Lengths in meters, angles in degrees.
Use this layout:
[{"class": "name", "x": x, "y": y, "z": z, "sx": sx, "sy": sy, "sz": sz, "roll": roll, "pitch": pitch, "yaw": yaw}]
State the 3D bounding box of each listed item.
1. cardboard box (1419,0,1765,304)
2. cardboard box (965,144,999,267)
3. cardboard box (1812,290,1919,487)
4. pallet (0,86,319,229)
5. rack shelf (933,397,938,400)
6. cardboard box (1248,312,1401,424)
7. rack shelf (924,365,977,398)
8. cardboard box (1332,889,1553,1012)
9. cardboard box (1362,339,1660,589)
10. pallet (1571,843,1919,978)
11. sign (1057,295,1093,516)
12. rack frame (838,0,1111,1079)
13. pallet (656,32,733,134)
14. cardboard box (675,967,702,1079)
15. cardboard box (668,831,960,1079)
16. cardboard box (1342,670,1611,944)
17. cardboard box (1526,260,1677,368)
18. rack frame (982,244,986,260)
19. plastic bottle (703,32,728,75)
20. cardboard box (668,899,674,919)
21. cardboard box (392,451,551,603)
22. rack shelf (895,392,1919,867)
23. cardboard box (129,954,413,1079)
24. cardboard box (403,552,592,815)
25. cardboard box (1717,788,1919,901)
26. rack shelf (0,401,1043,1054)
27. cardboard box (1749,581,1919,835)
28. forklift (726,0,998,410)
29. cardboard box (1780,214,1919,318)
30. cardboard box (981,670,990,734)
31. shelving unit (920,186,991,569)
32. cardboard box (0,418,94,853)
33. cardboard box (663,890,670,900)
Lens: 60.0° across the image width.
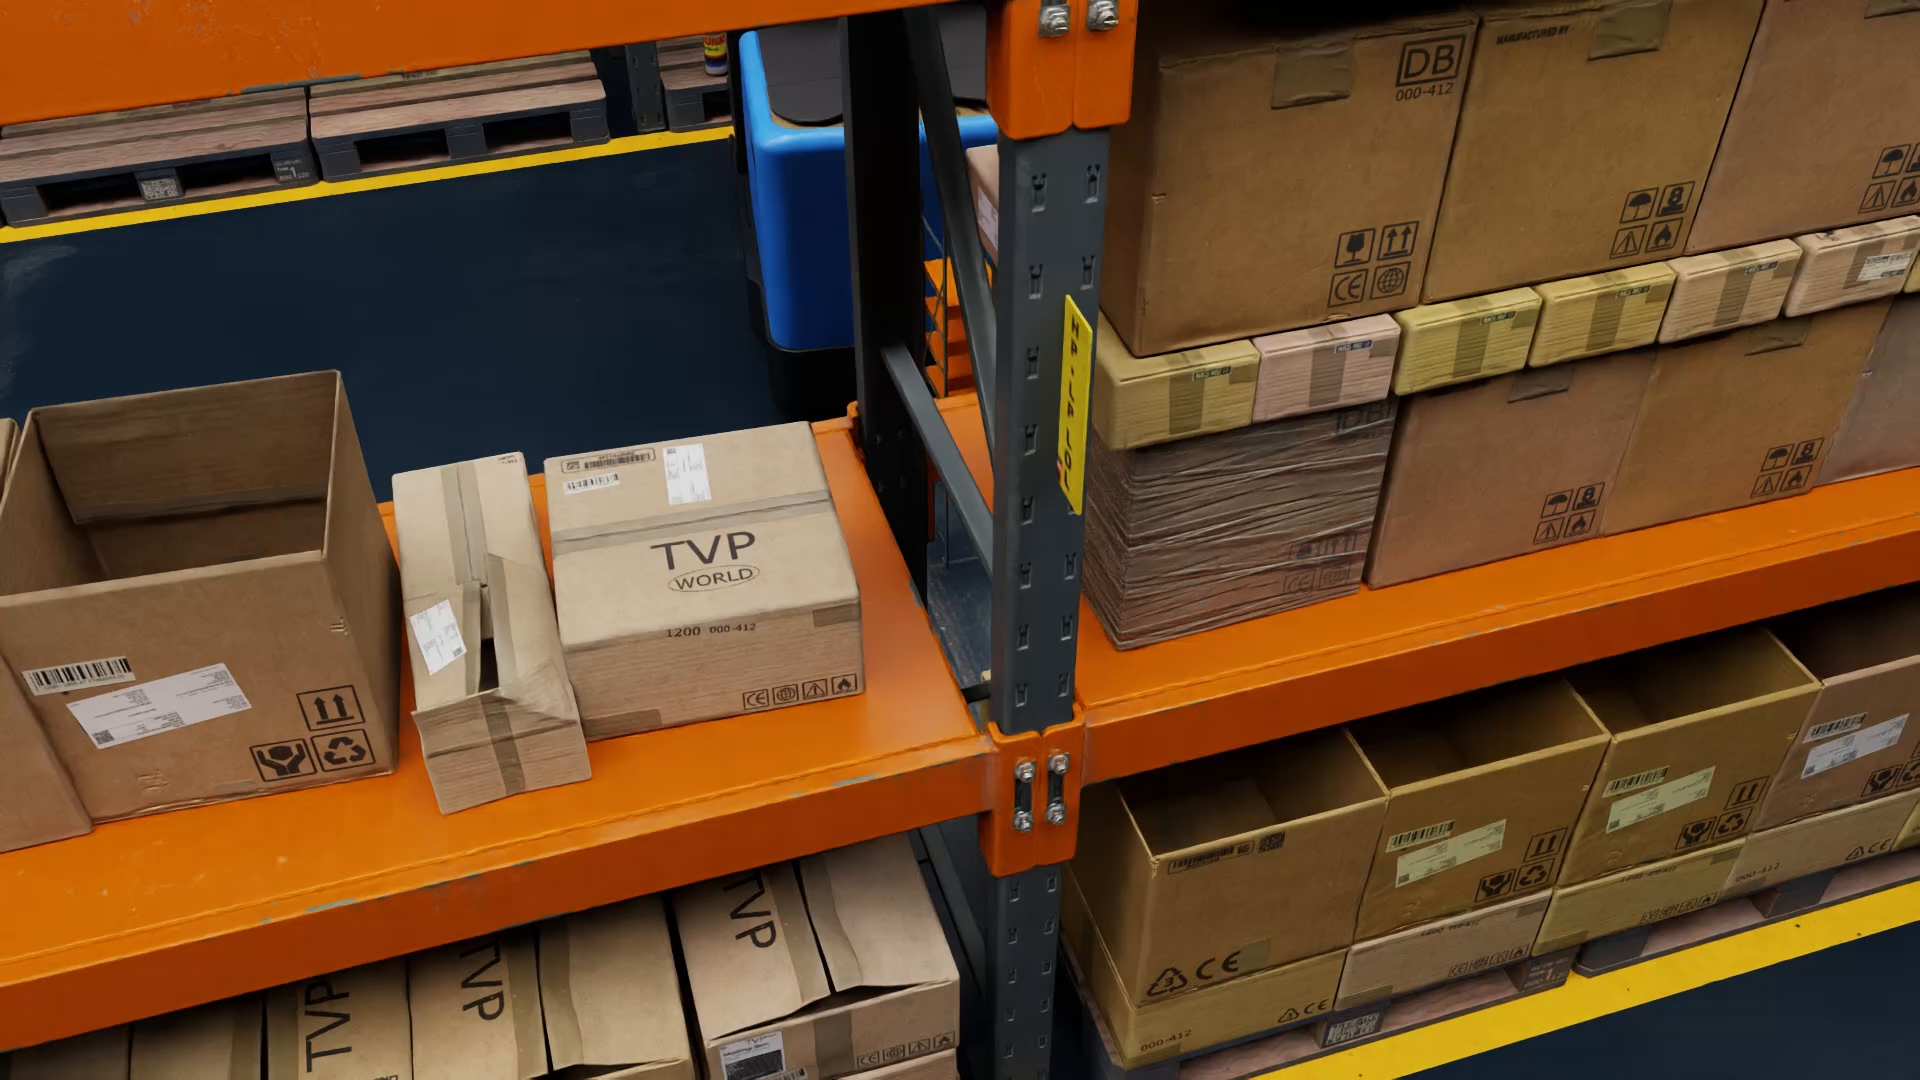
[{"class": "cardboard box", "x": 0.891, "y": -0.839, "z": 2.868, "sx": 0.500, "sy": 0.500, "sz": 0.700, "roll": -12, "pitch": 43, "yaw": -13}, {"class": "cardboard box", "x": 0.183, "y": -0.591, "z": 3.077, "sx": 0.250, "sy": 0.149, "sz": 0.380, "roll": -12, "pitch": 42, "yaw": -13}, {"class": "cardboard box", "x": 1.879, "y": -0.557, "z": 3.531, "sx": 0.500, "sy": 0.500, "sz": 0.700, "roll": -11, "pitch": 42, "yaw": -12}, {"class": "pallet", "x": -3.399, "y": -1.756, "z": 7.100, "sx": 1.213, "sy": 0.211, "sz": 1.003, "roll": -12, "pitch": 42, "yaw": -13}, {"class": "rack shelf", "x": 0.014, "y": -0.331, "z": 4.967, "sx": 0.180, "sy": 0.103, "sz": 0.258, "roll": -12, "pitch": 42, "yaw": -13}, {"class": "cardboard box", "x": 0.542, "y": -0.384, "z": 2.840, "sx": 0.250, "sy": 0.149, "sz": 0.380, "roll": -11, "pitch": 42, "yaw": -12}, {"class": "rack shelf", "x": 0.014, "y": -0.421, "z": 4.888, "sx": 0.180, "sy": 0.103, "sz": 0.258, "roll": -12, "pitch": 42, "yaw": -13}, {"class": "cardboard box", "x": 1.000, "y": 0.760, "z": 3.871, "sx": 0.500, "sy": 0.250, "sz": 0.500, "roll": -12, "pitch": 42, "yaw": -13}, {"class": "cardboard box", "x": 0.911, "y": -0.358, "z": 3.304, "sx": 0.500, "sy": 0.500, "sz": 0.700, "roll": -12, "pitch": 43, "yaw": -14}, {"class": "pallet", "x": 1.925, "y": 0.555, "z": 4.454, "sx": 1.213, "sy": 0.211, "sz": 1.003, "roll": -12, "pitch": 42, "yaw": -13}, {"class": "sign", "x": 0.160, "y": -0.188, "z": 2.365, "sx": 0.005, "sy": 0.325, "sz": 0.100, "roll": -12, "pitch": 42, "yaw": -13}, {"class": "rack frame", "x": -0.012, "y": -0.120, "z": 3.108, "sx": 0.127, "sy": 3.000, "sz": 1.000, "roll": -12, "pitch": 42, "yaw": -13}, {"class": "pallet", "x": -0.843, "y": -2.286, "z": 7.706, "sx": 1.213, "sy": 0.211, "sz": 1.003, "roll": -12, "pitch": 42, "yaw": -13}, {"class": "cardboard box", "x": -0.803, "y": 1.120, "z": 3.459, "sx": 0.500, "sy": 0.250, "sz": 0.500, "roll": -12, "pitch": 43, "yaw": -14}, {"class": "cardboard box", "x": -0.312, "y": 0.806, "z": 3.392, "sx": 0.500, "sy": 0.311, "sz": 0.500, "roll": -12, "pitch": 42, "yaw": -13}, {"class": "cardboard box", "x": 0.999, "y": 0.476, "z": 3.626, "sx": 0.500, "sy": 0.500, "sz": 0.500, "roll": -12, "pitch": 42, "yaw": -13}, {"class": "cardboard box", "x": 1.037, "y": -0.488, "z": 2.960, "sx": 0.250, "sy": 0.149, "sz": 0.380, "roll": -12, "pitch": 43, "yaw": -13}, {"class": "rack frame", "x": 0.101, "y": -0.473, "z": 4.879, "sx": 0.006, "sy": 1.200, "sz": 0.240, "roll": -12, "pitch": 42, "yaw": -13}, {"class": "plastic bottle", "x": -1.061, "y": -2.156, "z": 7.177, "sx": 0.097, "sy": 0.271, "sz": 0.097, "roll": 0, "pitch": 41, "yaw": 0}, {"class": "cardboard box", "x": -0.471, "y": 0.681, "z": 3.961, "sx": 0.500, "sy": 0.250, "sz": 0.500, "roll": -13, "pitch": 43, "yaw": -14}, {"class": "cardboard box", "x": -0.918, "y": 0.021, "z": 3.137, "sx": 0.250, "sy": 0.149, "sz": 0.380, "roll": -12, "pitch": 42, "yaw": -13}, {"class": "rack shelf", "x": 1.896, "y": -0.245, "z": 3.797, "sx": 4.000, "sy": 0.370, "sz": 1.077, "roll": -12, "pitch": 42, "yaw": -13}, {"class": "cardboard box", "x": -1.283, "y": 1.010, "z": 3.159, "sx": 0.500, "sy": 0.311, "sz": 0.500, "roll": -12, "pitch": 43, "yaw": -13}, {"class": "cardboard box", "x": -0.795, "y": 0.219, "z": 2.821, "sx": 0.258, "sy": 0.266, "sz": 0.396, "roll": -13, "pitch": 43, "yaw": -14}, {"class": "cardboard box", "x": 1.954, "y": 0.562, "z": 4.098, "sx": 0.500, "sy": 0.250, "sz": 0.500, "roll": -12, "pitch": 42, "yaw": -13}, {"class": "rack shelf", "x": -1.919, "y": 0.546, "z": 2.892, "sx": 4.000, "sy": 0.370, "sz": 1.077, "roll": -12, "pitch": 42, "yaw": -13}, {"class": "cardboard box", "x": 1.955, "y": 0.282, "z": 3.849, "sx": 0.500, "sy": 0.500, "sz": 0.500, "roll": -12, "pitch": 42, "yaw": -13}, {"class": "forklift", "x": -0.358, "y": -2.518, "z": 5.905, "sx": 1.130, "sy": 2.935, "sz": 3.031, "roll": -6, "pitch": 42, "yaw": -7}, {"class": "cardboard box", "x": 1.531, "y": -0.591, "z": 3.078, "sx": 0.250, "sy": 0.149, "sz": 0.380, "roll": -13, "pitch": 43, "yaw": -14}, {"class": "cardboard box", "x": 0.365, "y": 0.528, "z": 4.136, "sx": 0.500, "sy": 0.250, "sz": 0.500, "roll": -12, "pitch": 42, "yaw": -13}, {"class": "shelving unit", "x": 0.014, "y": -0.455, "z": 4.859, "sx": 0.189, "sy": 1.200, "sz": 0.258, "roll": -12, "pitch": 42, "yaw": -13}, {"class": "cardboard box", "x": -1.729, "y": 0.187, "z": 2.681, "sx": 0.500, "sy": 0.500, "sz": 0.500, "roll": -12, "pitch": 42, "yaw": -13}, {"class": "cardboard box", "x": -0.481, "y": 0.471, "z": 3.775, "sx": 0.500, "sy": 0.311, "sz": 0.500, "roll": -12, "pitch": 42, "yaw": -13}]
